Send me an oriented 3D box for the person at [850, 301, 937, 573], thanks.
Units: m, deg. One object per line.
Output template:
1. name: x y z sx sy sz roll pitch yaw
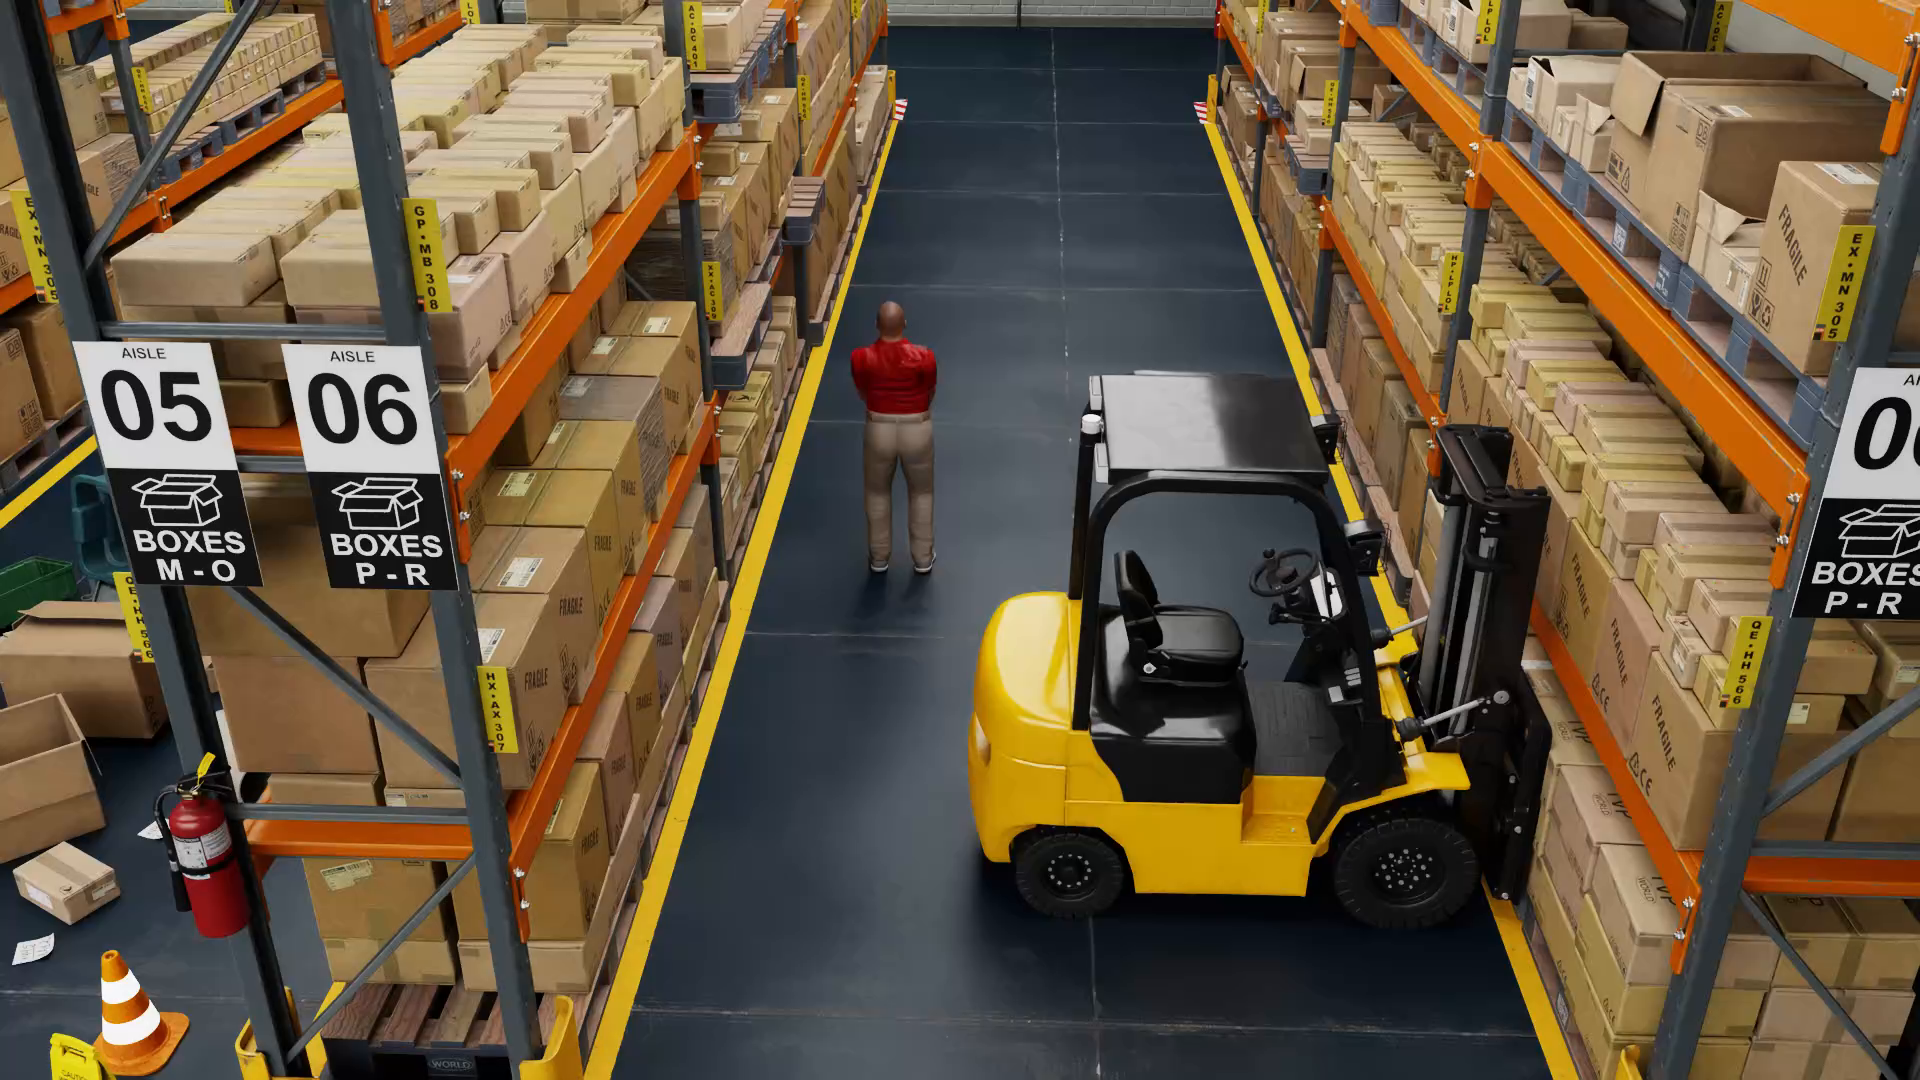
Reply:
1. person: -0.379 -0.648 9.877 0.495 1.715 0.530 0 28 1
